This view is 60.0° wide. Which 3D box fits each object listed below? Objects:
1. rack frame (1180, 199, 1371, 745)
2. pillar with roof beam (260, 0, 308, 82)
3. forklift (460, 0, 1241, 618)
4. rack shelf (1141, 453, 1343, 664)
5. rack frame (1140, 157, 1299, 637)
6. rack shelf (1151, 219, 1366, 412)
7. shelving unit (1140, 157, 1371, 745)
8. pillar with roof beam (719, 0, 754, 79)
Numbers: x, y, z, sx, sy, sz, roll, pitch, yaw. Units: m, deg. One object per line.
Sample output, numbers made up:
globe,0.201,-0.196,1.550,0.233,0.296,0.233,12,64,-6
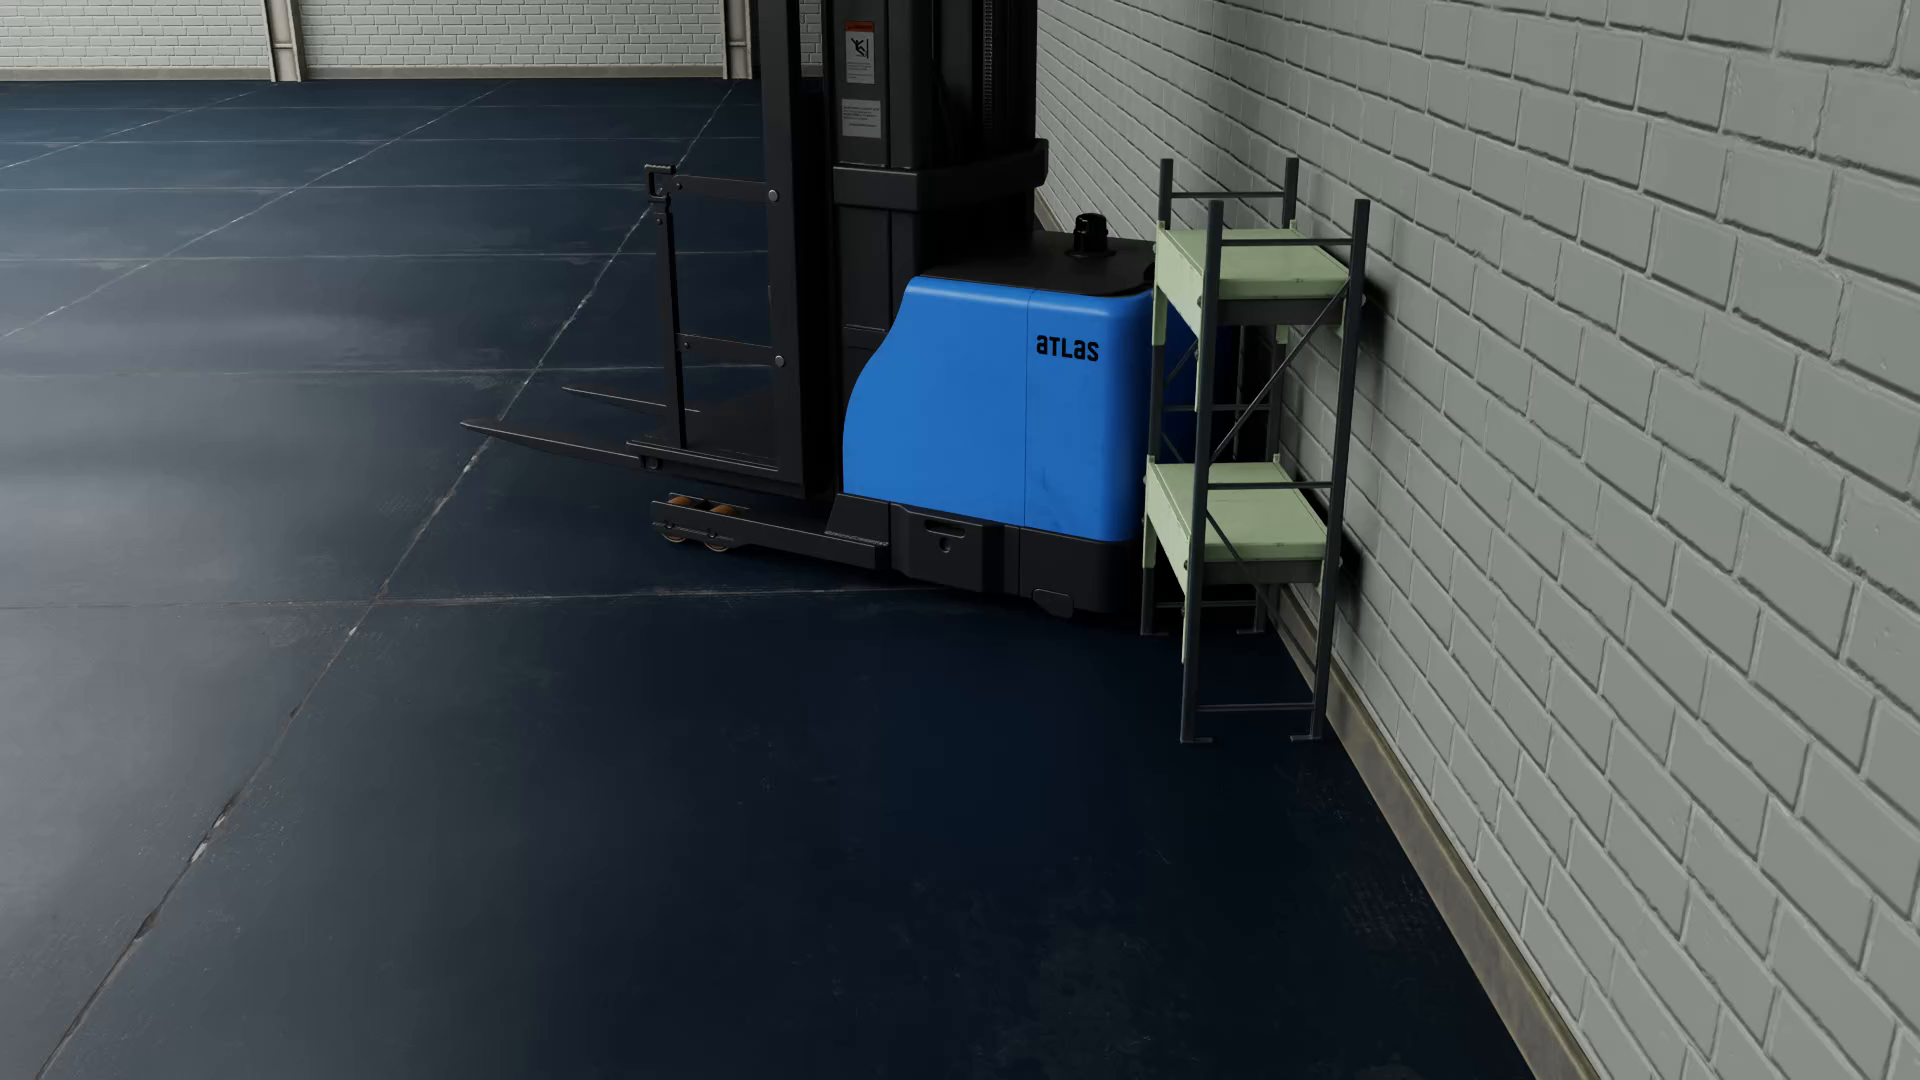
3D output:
rack frame,0.815,-0.139,4.379,0.400,1.500,0.023,-1,21,-3
pillar with roof beam,-8.760,-8.856,16.735,0.400,9.000,9.100,-1,21,-3
forklift,-0.545,-1.477,5.882,3.031,2.935,1.130,11,24,27
rack shelf,0.797,0.035,4.837,0.431,0.370,0.720,-1,21,-3
rack frame,0.778,-0.400,5.062,0.400,1.500,0.023,-1,21,-3
rack shelf,0.797,-0.634,4.582,0.431,0.370,0.720,-1,21,-3
shelving unit,0.797,-0.269,4.721,0.431,1.500,0.755,-1,21,-3
pillar with roof beam,-2.770,-8.978,17.055,0.400,9.000,9.100,-1,21,-3
